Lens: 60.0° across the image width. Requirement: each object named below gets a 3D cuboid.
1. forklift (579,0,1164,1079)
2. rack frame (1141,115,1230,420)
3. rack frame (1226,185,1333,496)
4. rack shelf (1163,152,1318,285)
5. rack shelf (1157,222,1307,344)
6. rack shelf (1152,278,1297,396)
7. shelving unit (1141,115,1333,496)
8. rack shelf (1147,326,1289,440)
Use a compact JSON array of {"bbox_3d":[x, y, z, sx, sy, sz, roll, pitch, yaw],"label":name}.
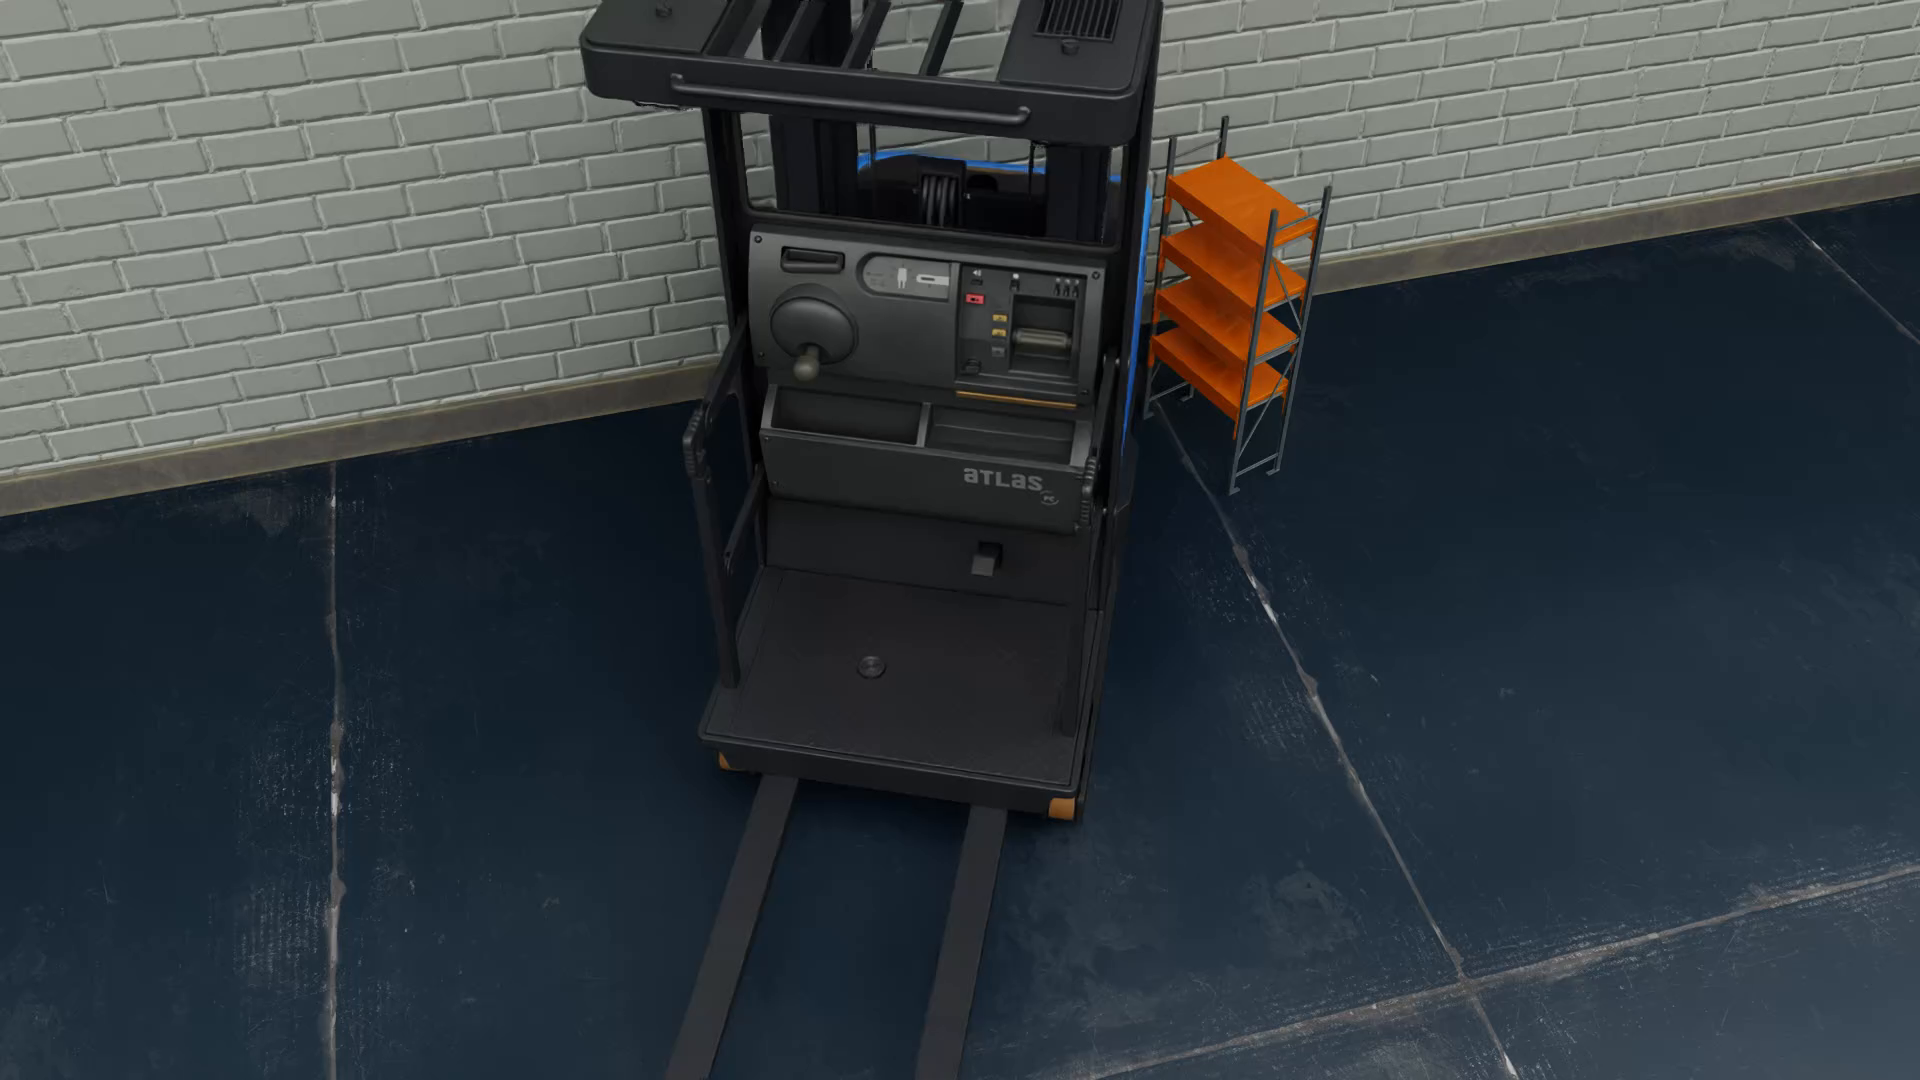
[{"bbox_3d":[-0.130,-0.484,4.172,1.130,2.935,3.031,7,46,7],"label":"forklift"},{"bbox_3d":[0.776,-0.916,5.808,0.240,1.200,0.015,-26,51,-23],"label":"rack frame"},{"bbox_3d":[1.048,-0.627,5.525,0.240,1.200,0.015,-26,51,-23],"label":"rack frame"},{"bbox_3d":[0.912,-1.047,5.386,0.258,0.148,0.480,-26,51,-23],"label":"rack shelf"},{"bbox_3d":[0.912,-0.881,5.555,0.258,0.148,0.480,-26,51,-23],"label":"rack shelf"},{"bbox_3d":[0.912,-0.725,5.714,0.258,0.148,0.480,-26,51,-23],"label":"rack shelf"},{"bbox_3d":[0.912,-0.772,5.666,0.258,1.200,0.503,-26,51,-23],"label":"shelving unit"},{"bbox_3d":[0.912,-0.586,5.856,0.258,0.148,0.480,-26,51,-23],"label":"rack shelf"}]
